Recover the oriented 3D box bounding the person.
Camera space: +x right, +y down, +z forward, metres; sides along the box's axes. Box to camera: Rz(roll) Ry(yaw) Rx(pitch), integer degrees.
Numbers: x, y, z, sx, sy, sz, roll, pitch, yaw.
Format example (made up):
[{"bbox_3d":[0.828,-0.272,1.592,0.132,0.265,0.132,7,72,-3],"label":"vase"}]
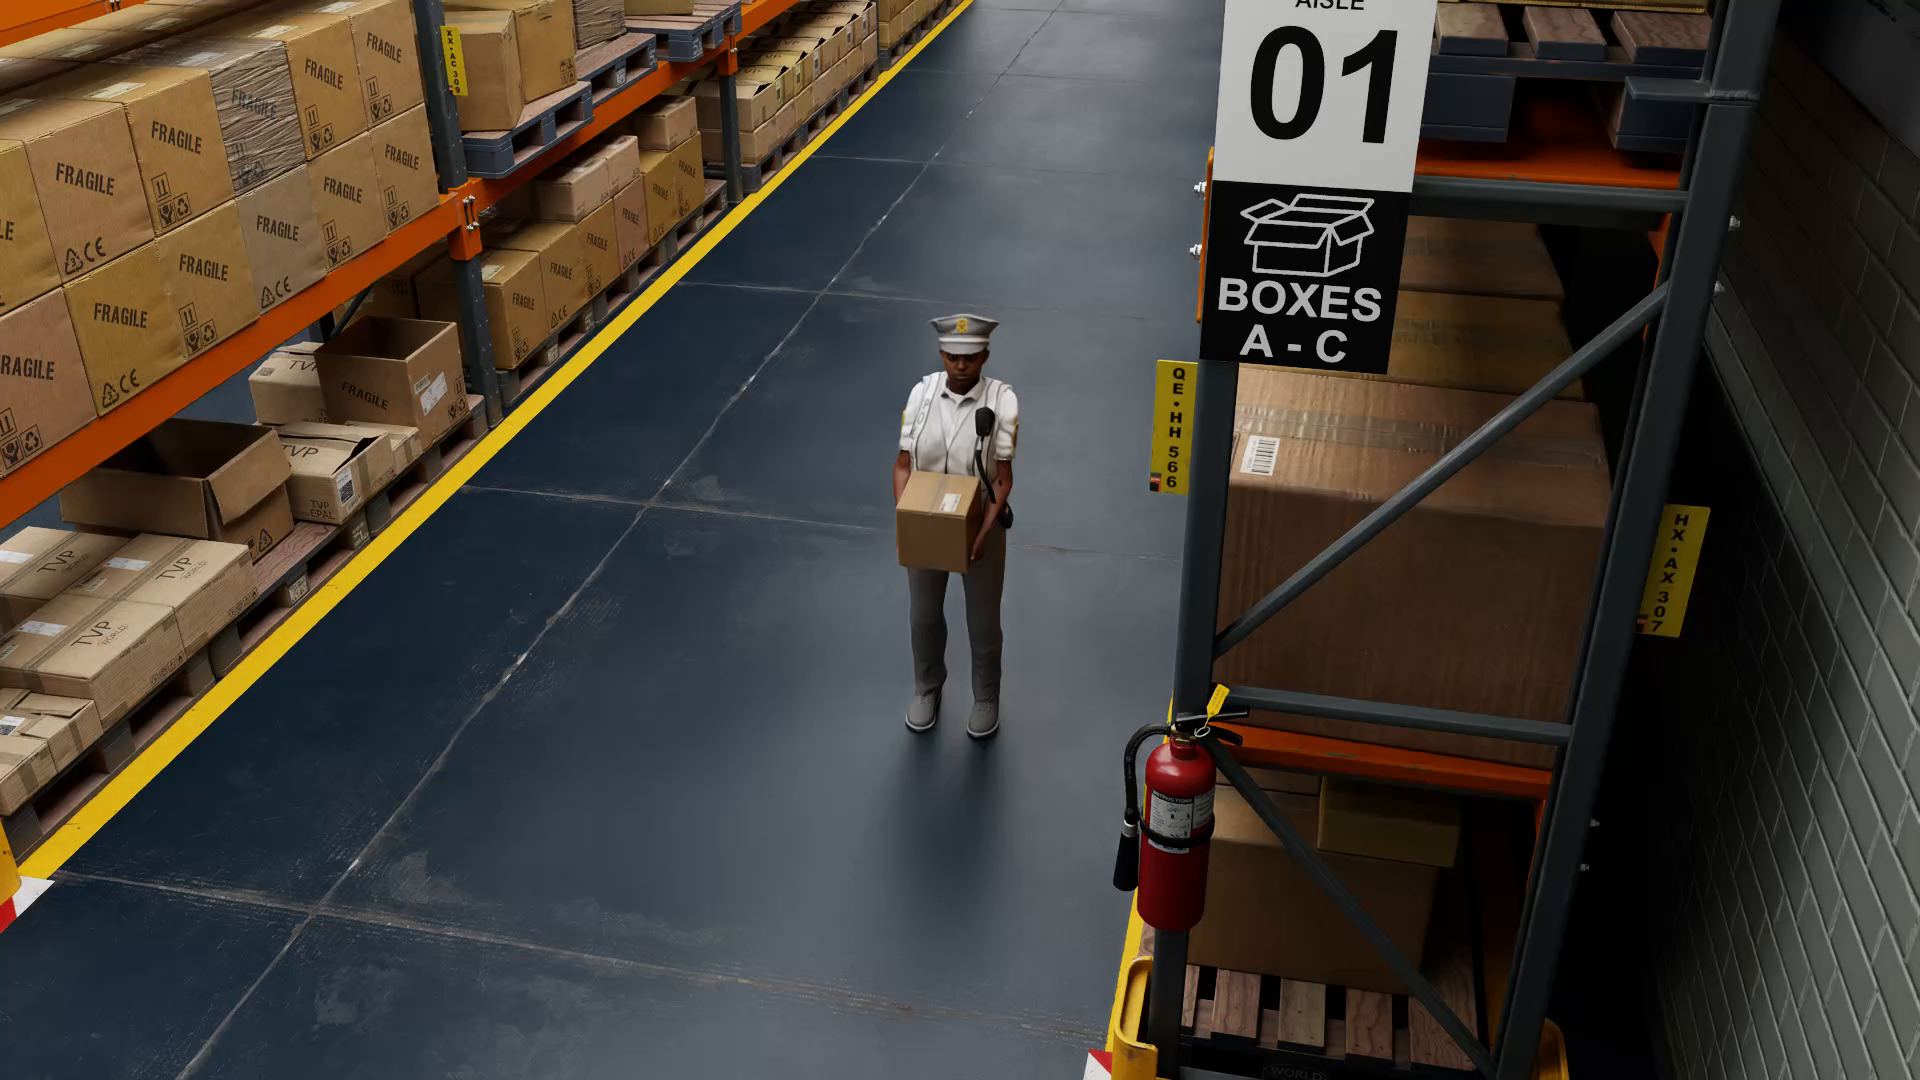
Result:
[{"bbox_3d":[-0.023,-0.026,6.141,0.449,1.689,0.538,6,29,10],"label":"person"}]
